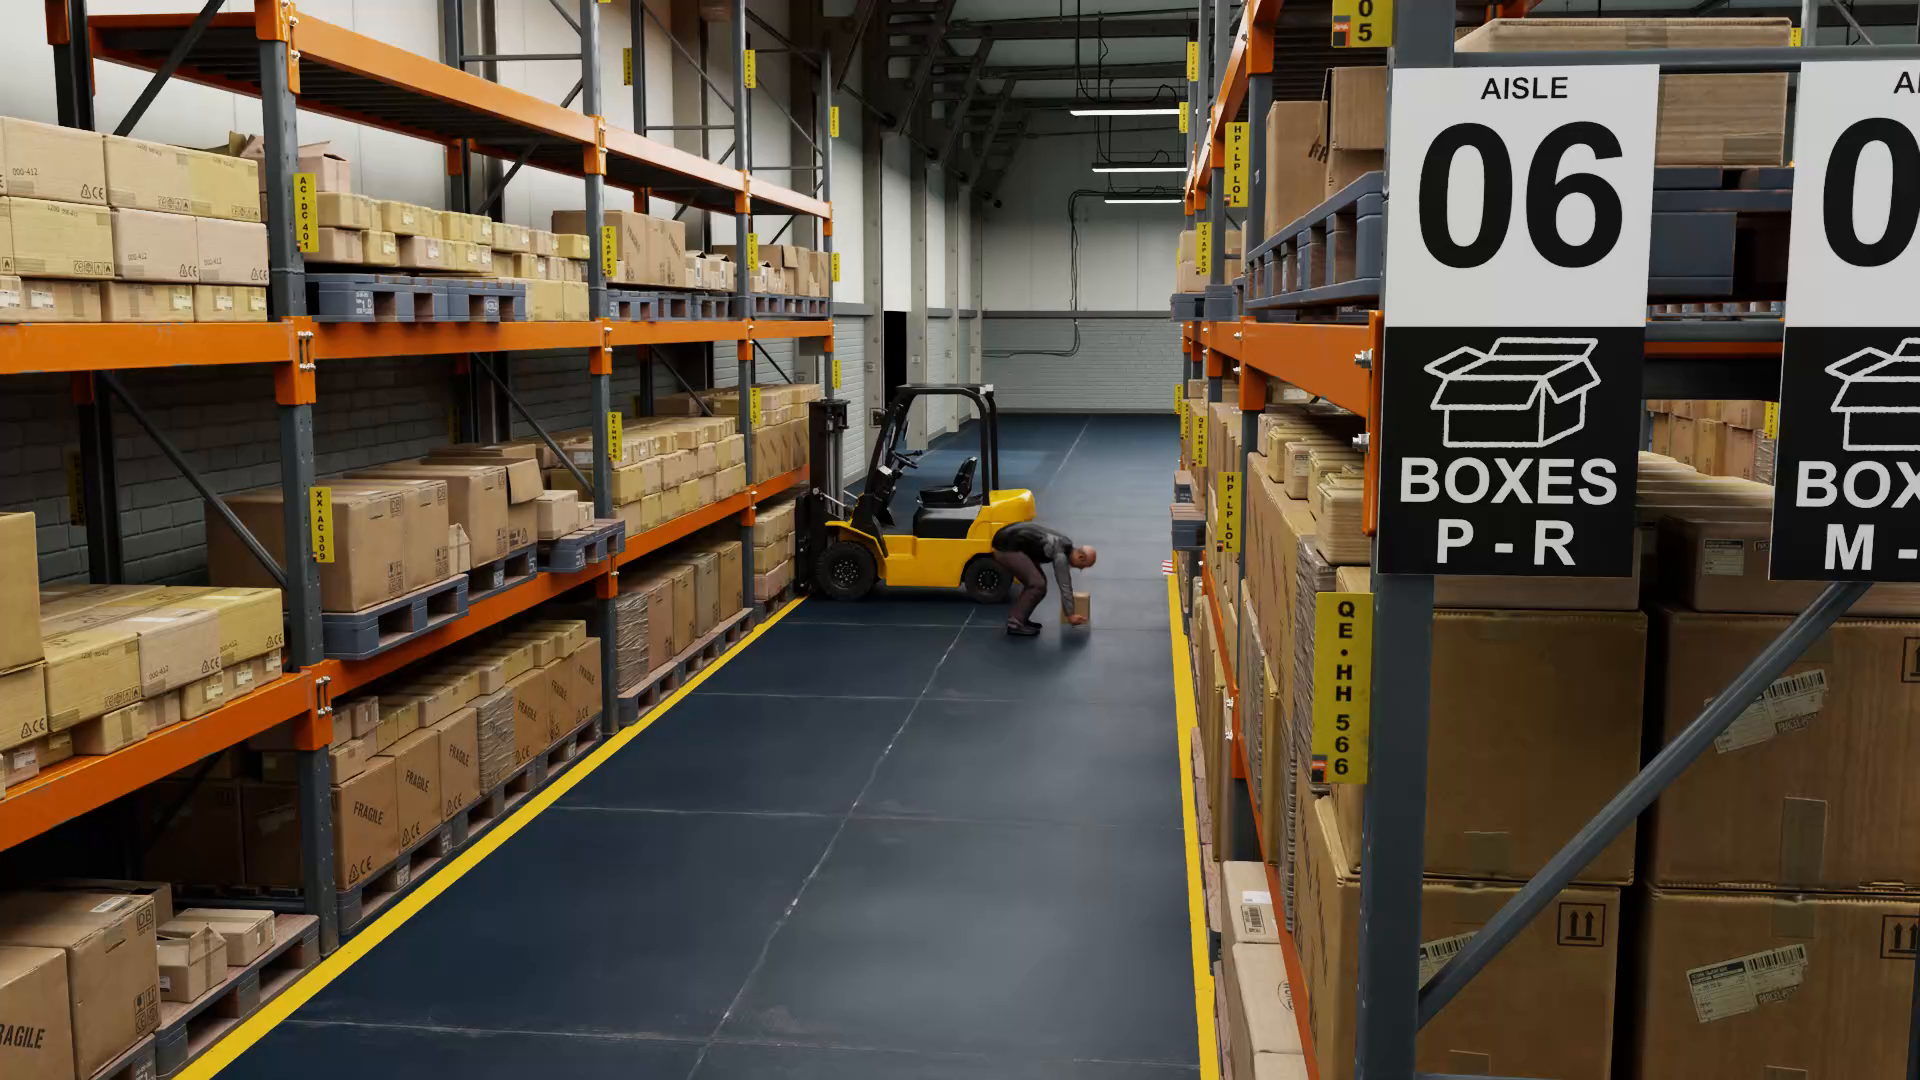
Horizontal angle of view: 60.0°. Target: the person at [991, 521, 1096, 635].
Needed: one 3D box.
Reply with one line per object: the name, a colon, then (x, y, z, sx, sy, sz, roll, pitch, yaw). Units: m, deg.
person: (0.757, 0.335, 15.046, 0.948, 1.014, 0.503, 0, 8, 3)
